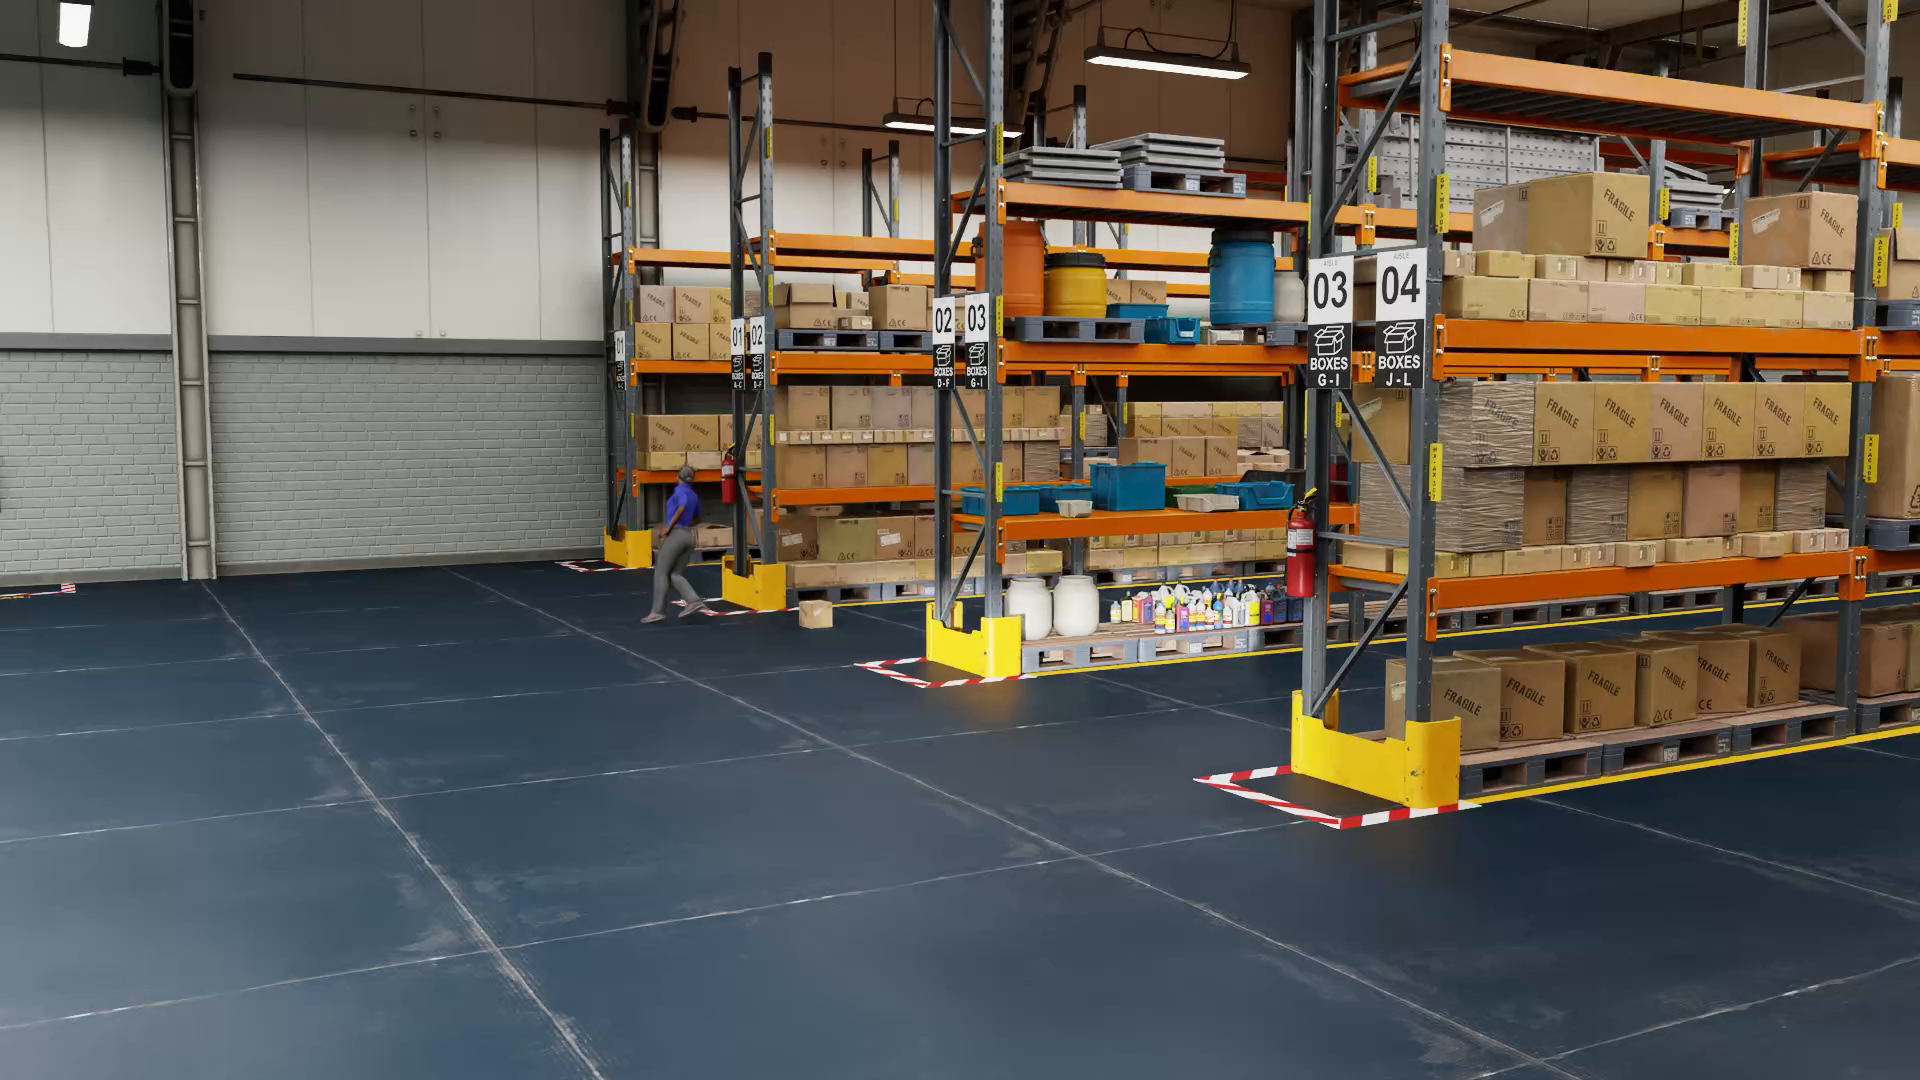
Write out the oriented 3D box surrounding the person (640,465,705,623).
[{"bbox_3d":[-2.924,0.040,17.354,0.681,1.628,0.624,2,5,20],"label":"person"}]
